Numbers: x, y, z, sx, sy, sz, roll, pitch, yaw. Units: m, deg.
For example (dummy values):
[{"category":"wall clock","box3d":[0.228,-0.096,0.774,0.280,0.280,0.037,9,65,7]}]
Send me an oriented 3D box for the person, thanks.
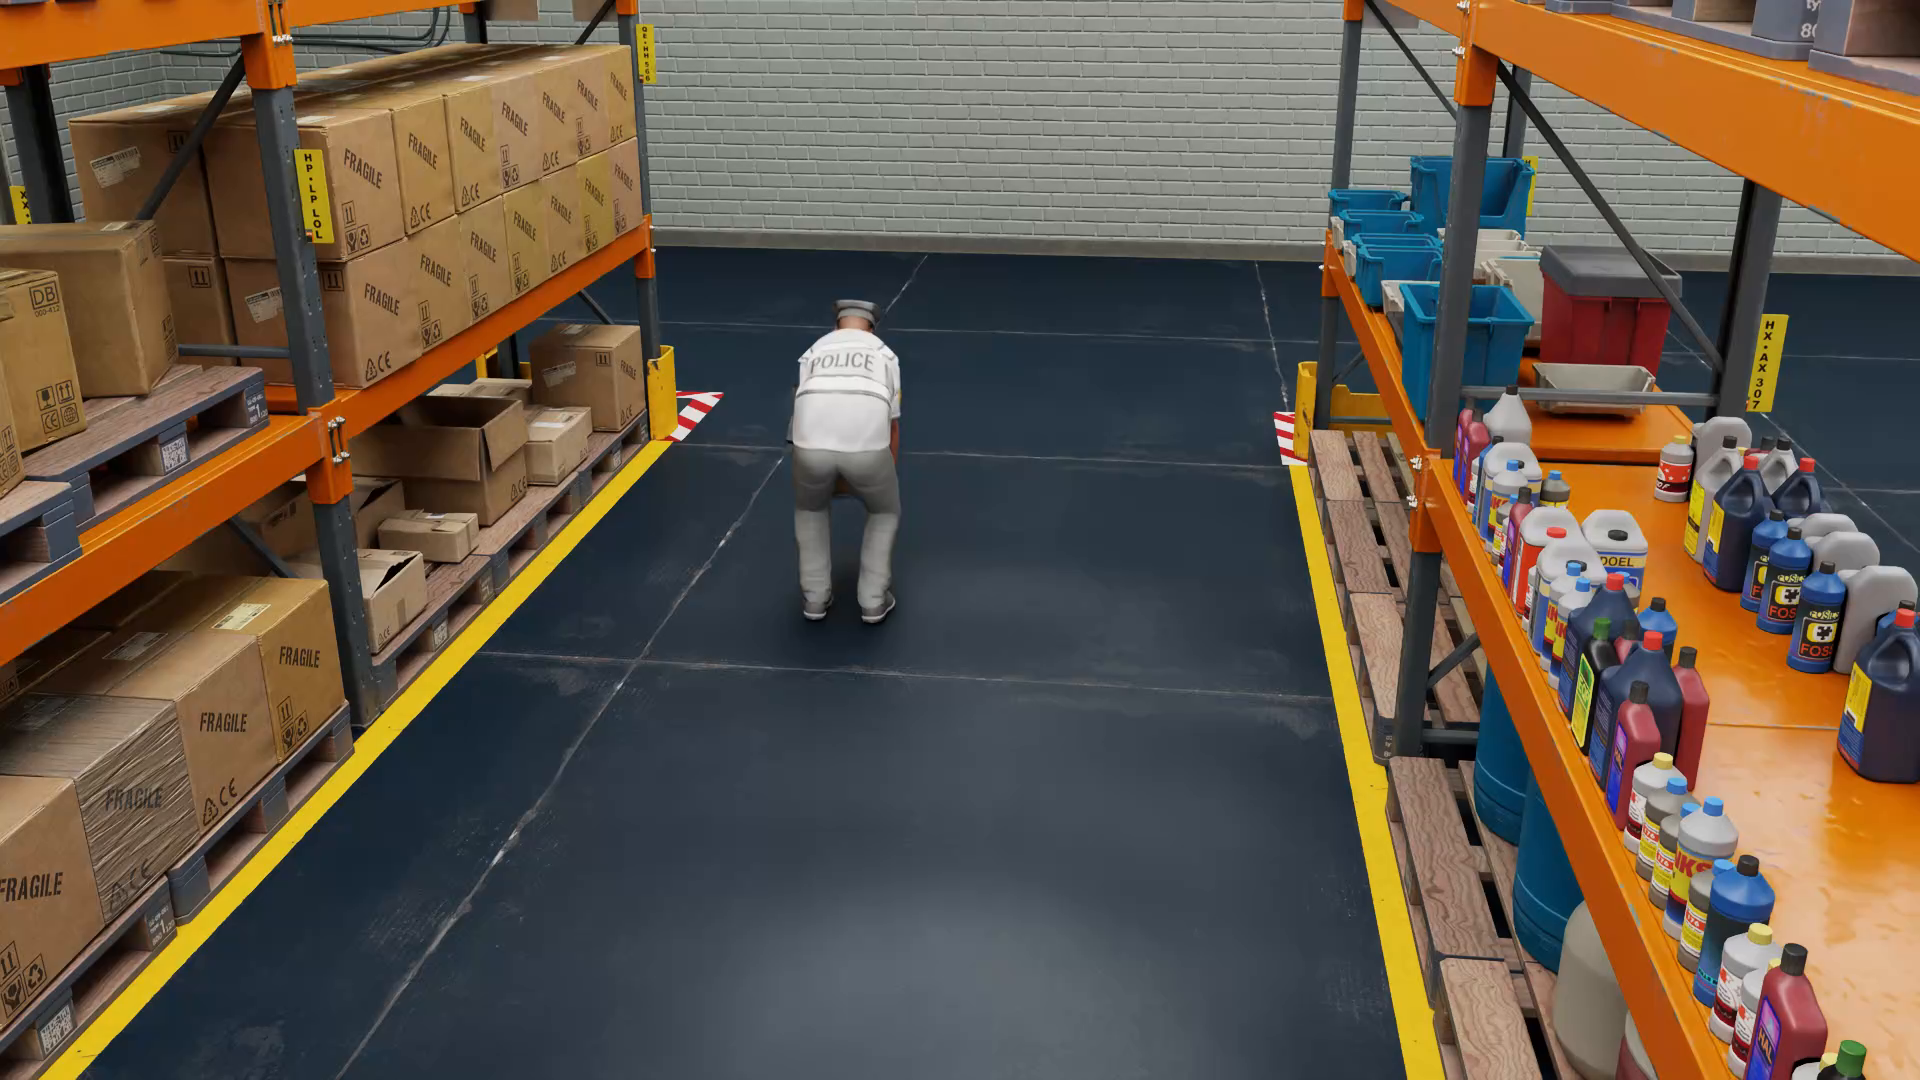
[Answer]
[{"category":"person","box3d":[-0.498,-0.352,7.629,0.493,1.297,0.987,2,21,5]}]
